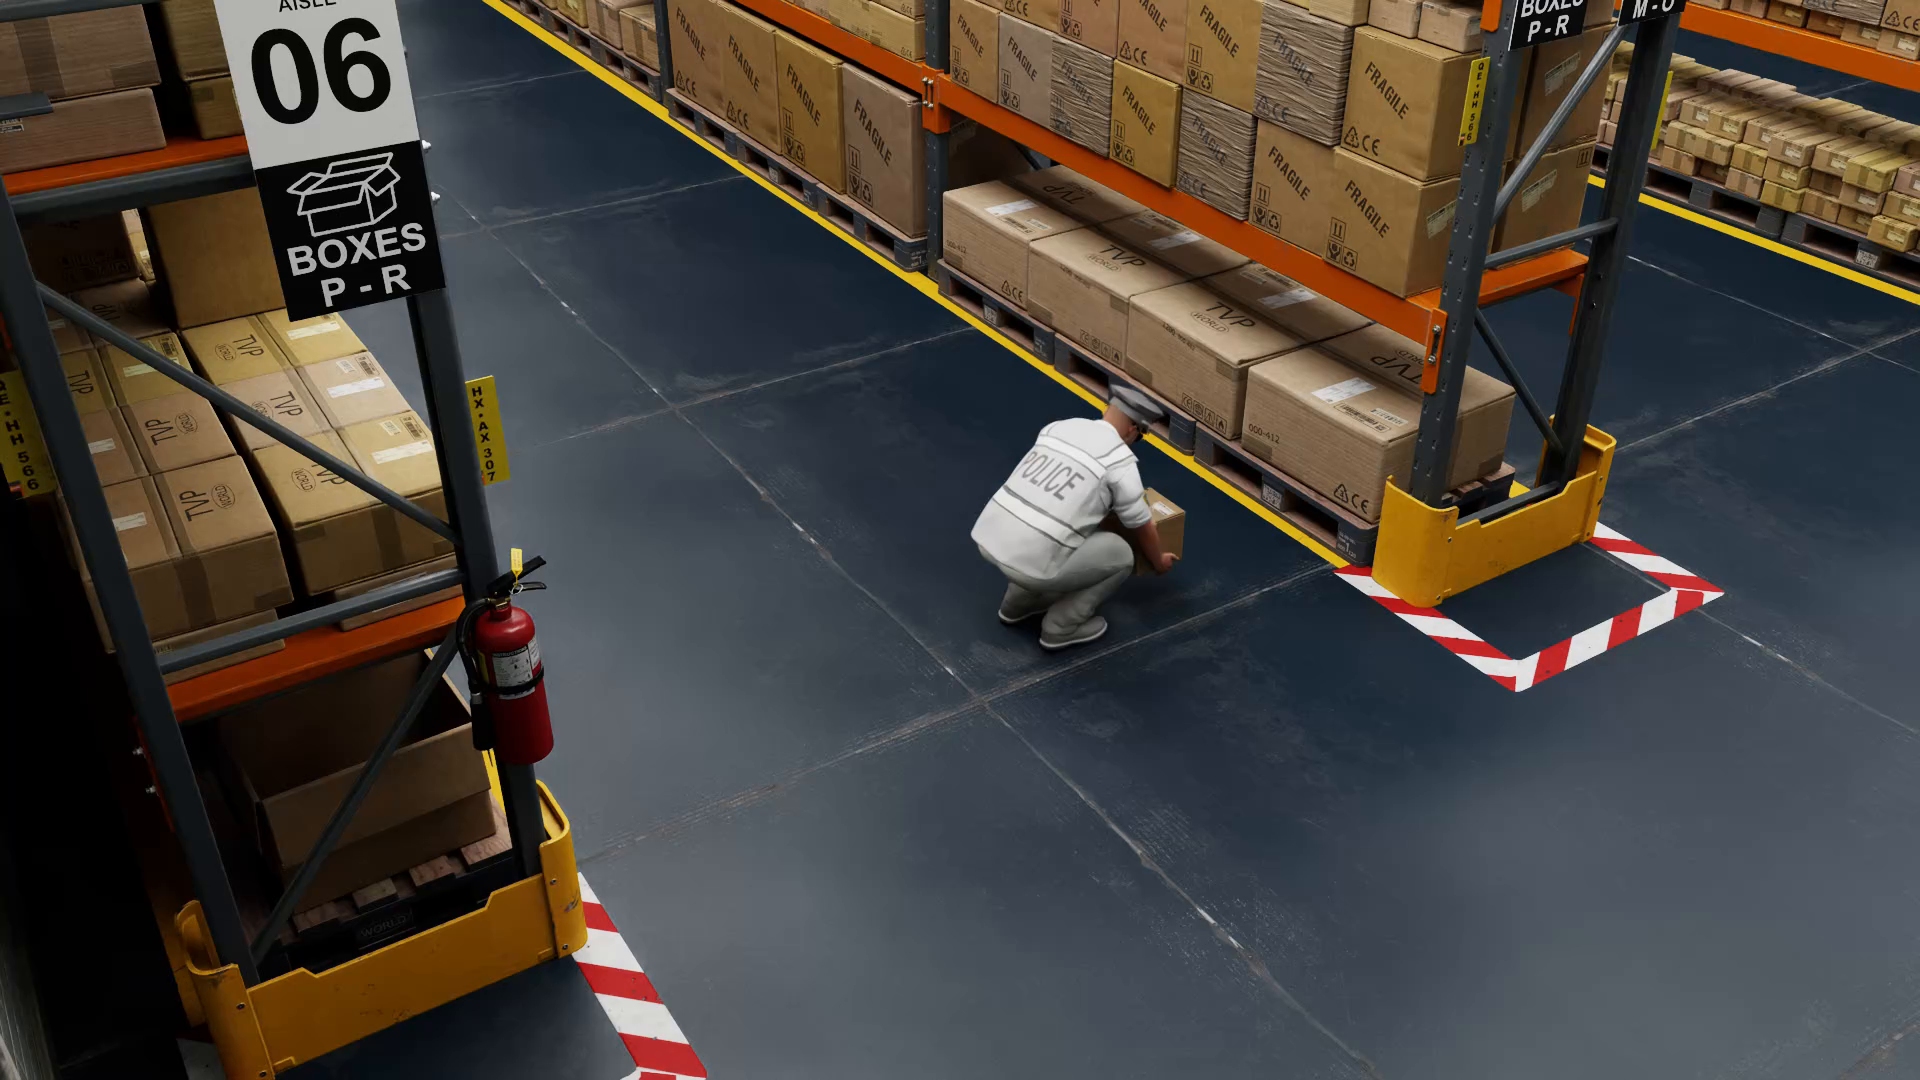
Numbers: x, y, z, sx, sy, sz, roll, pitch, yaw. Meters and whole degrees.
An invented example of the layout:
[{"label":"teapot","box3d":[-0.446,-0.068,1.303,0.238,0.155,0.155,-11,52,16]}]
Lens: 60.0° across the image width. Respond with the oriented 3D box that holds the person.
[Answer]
[{"label":"person","box3d":[0.472,-0.096,6.981,0.909,1.013,0.558,-19,37,-27]}]
